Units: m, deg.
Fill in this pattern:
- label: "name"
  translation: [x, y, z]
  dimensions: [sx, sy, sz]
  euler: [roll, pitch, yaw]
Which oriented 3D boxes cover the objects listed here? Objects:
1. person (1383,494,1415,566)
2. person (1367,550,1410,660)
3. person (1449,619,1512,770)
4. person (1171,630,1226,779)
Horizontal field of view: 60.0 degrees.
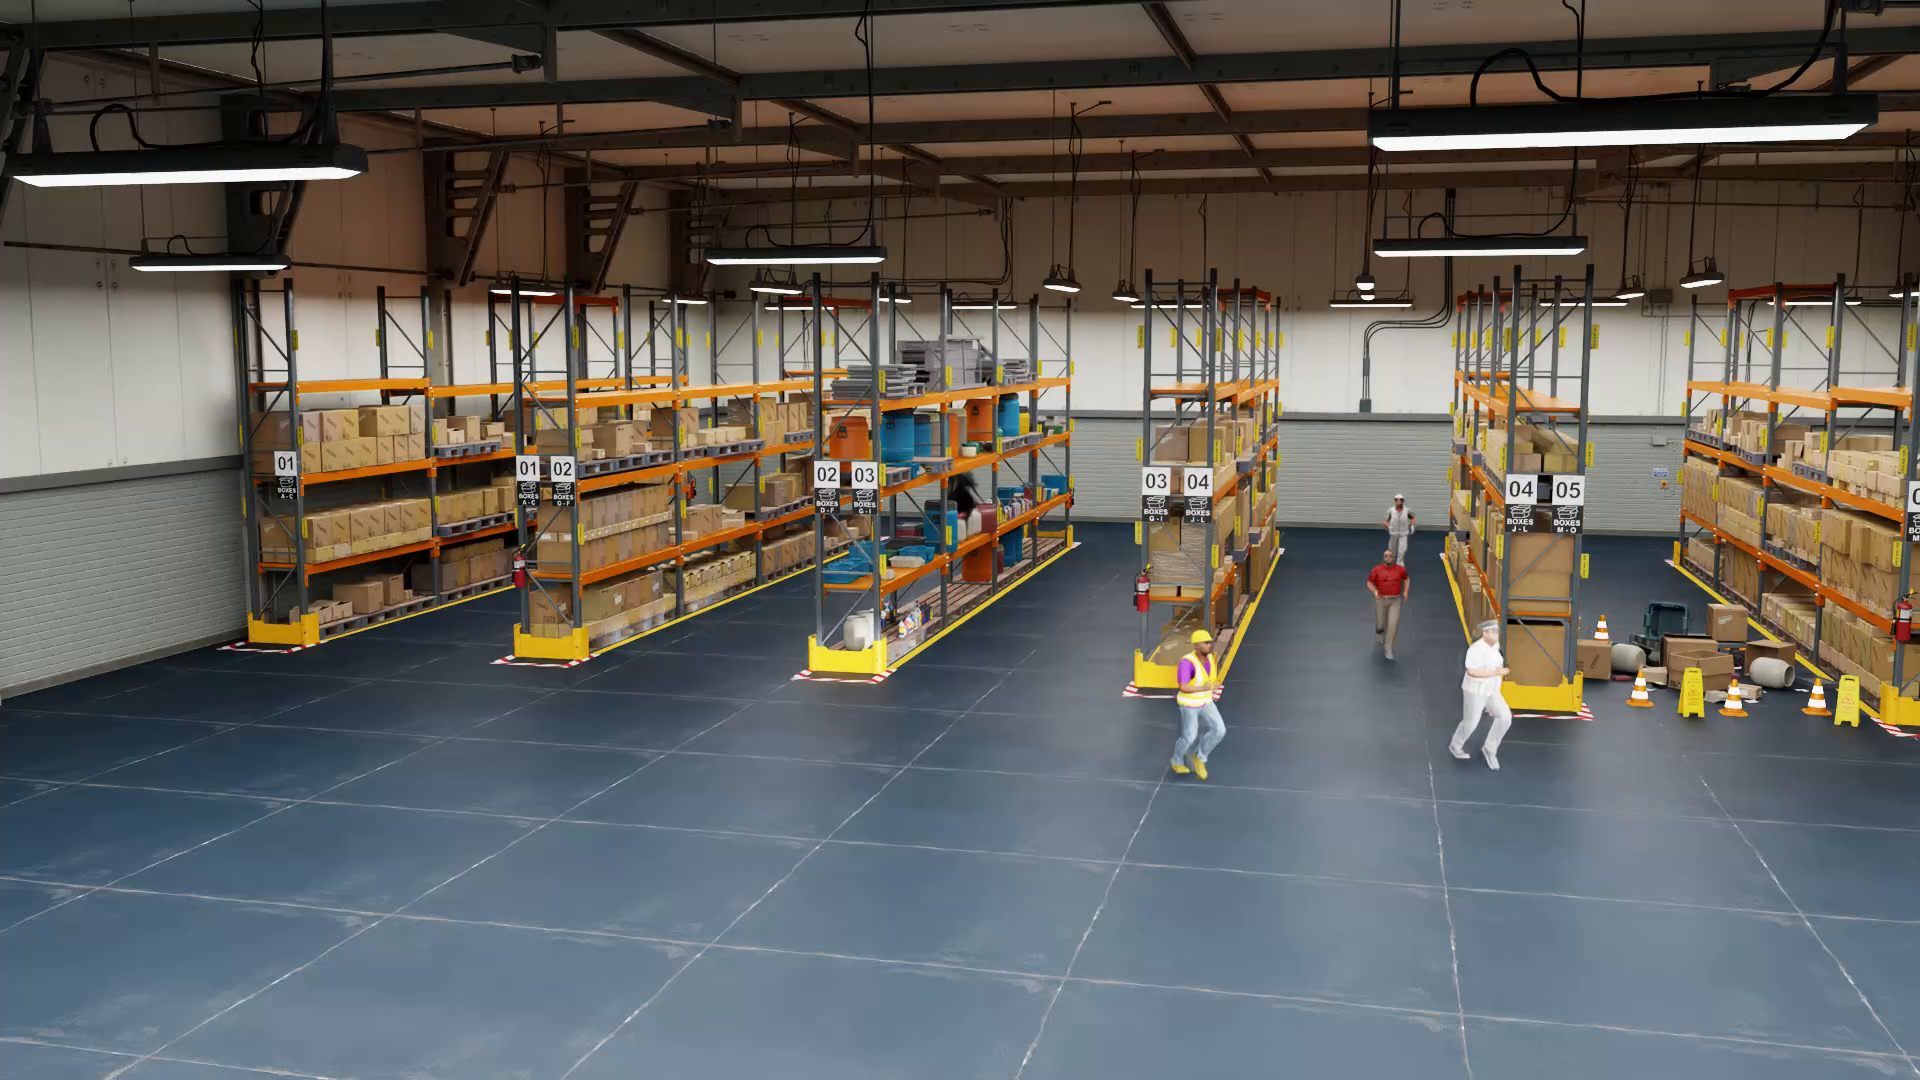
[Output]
- label: "person"
  translation: [9.269, -0.083, 35.125]
  dimensions: [0.667, 1.785, 0.946]
  euler: [2, 7, 13]
- label: "person"
  translation: [6.833, 1.004, 26.510]
  dimensions: [0.678, 1.693, 0.895]
  euler: [1, 7, 10]
- label: "person"
  translation: [6.138, 1.799, 19.571]
  dimensions: [0.688, 1.812, 0.858]
  euler: [-5, 8, -34]
- label: "person"
  translation: [2.711, 1.865, 18.912]
  dimensions: [0.736, 1.730, 0.790]
  euler: [-6, 9, -40]
